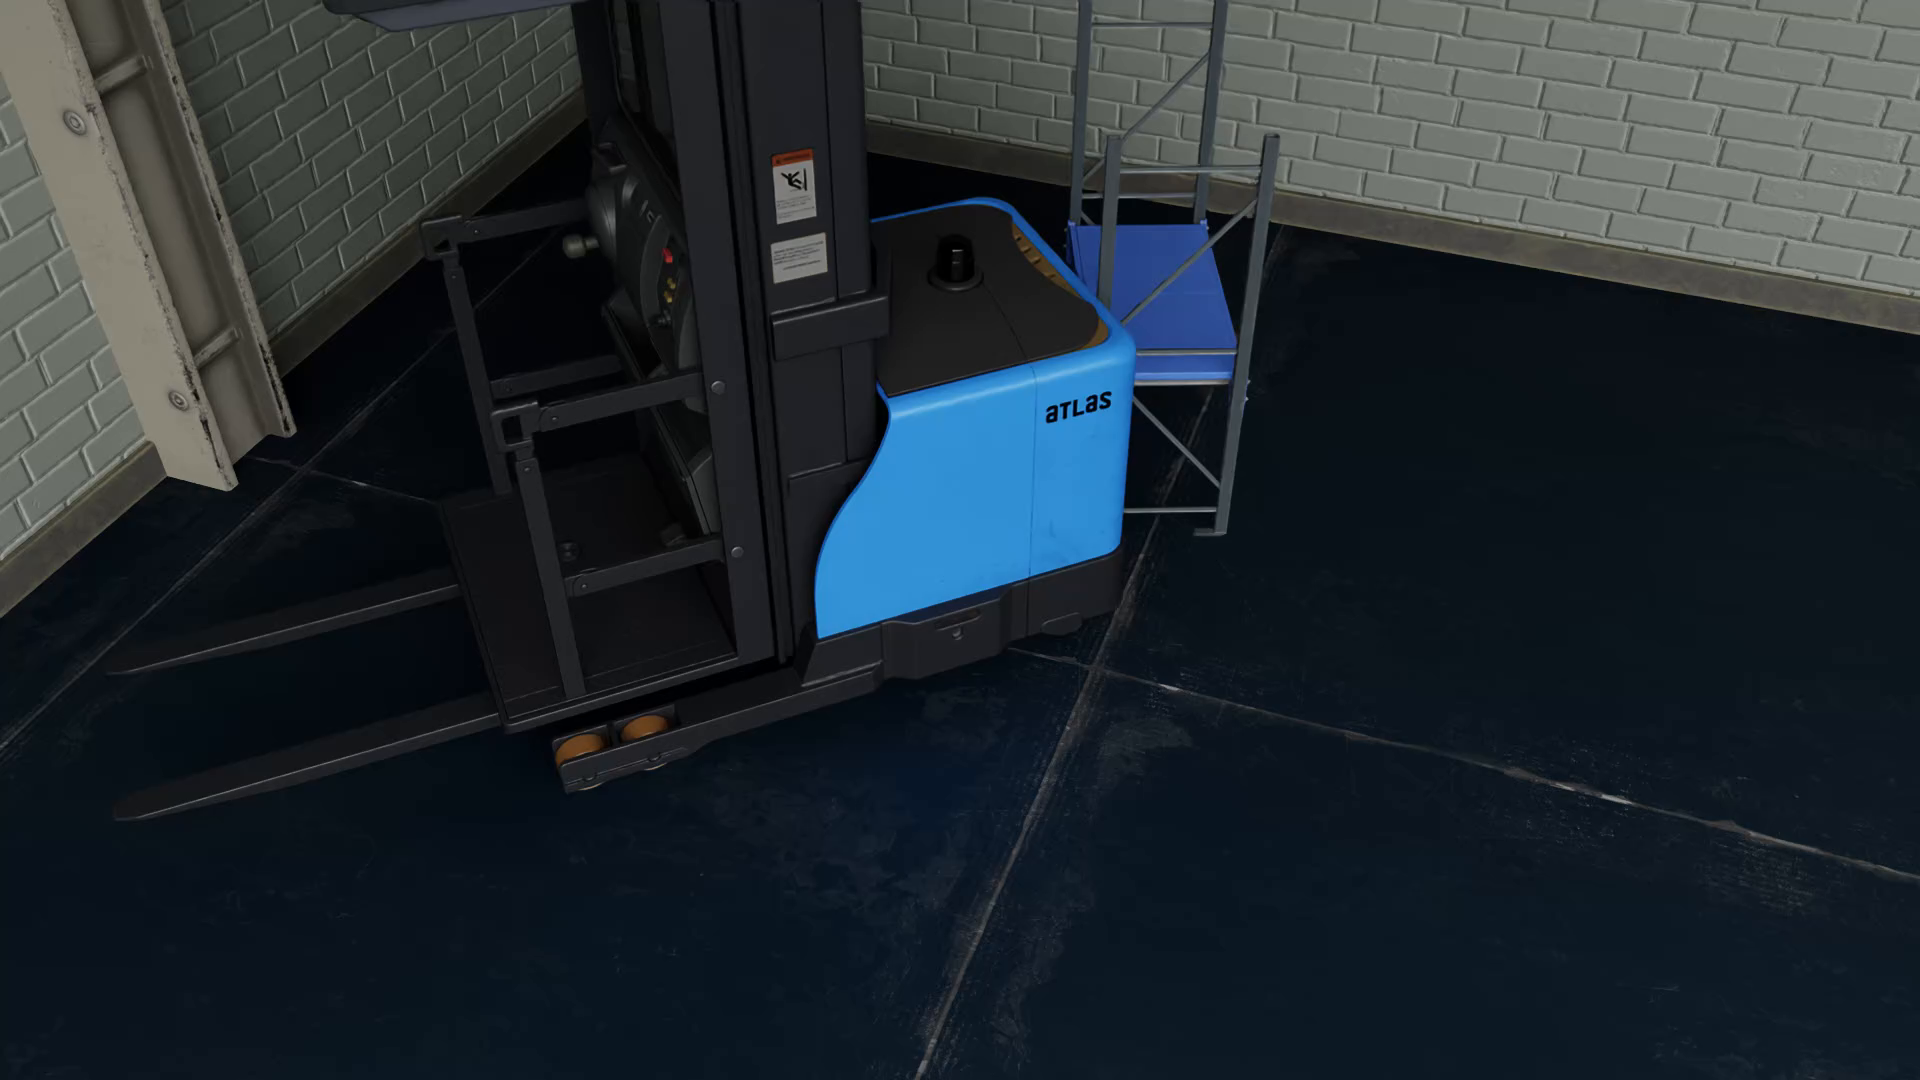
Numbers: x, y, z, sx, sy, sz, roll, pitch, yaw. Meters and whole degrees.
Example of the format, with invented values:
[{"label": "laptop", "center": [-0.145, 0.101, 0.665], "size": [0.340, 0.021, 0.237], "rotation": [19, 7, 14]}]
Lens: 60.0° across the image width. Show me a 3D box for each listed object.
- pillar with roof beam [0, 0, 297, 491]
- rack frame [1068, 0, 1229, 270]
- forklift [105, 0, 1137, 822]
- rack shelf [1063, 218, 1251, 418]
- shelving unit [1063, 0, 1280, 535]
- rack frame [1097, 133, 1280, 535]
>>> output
[{"label": "pillar with roof beam", "center": [1.353, -2.796, 2.094], "size": [9.100, 9.000, 0.400], "rotation": [13, 42, 15]}, {"label": "rack frame", "center": [0.651, -1.254, 6.065], "size": [0.500, 1.500, 0.032], "rotation": [-1, 40, -1]}, {"label": "forklift", "center": [-1.039, -0.772, 4.397], "size": [3.031, 2.935, 1.130], "rotation": [-16, 43, -18]}, {"label": "rack shelf", "center": [0.663, -0.788, 5.795], "size": [0.538, 0.185, 1.000], "rotation": [-1, 40, -1]}, {"label": "shelving unit", "center": [0.663, -0.924, 5.678], "size": [0.538, 1.500, 1.048], "rotation": [-1, 40, -1]}, {"label": "rack frame", "center": [0.674, -0.595, 5.291], "size": [0.500, 1.500, 0.032], "rotation": [-1, 40, -1]}]
